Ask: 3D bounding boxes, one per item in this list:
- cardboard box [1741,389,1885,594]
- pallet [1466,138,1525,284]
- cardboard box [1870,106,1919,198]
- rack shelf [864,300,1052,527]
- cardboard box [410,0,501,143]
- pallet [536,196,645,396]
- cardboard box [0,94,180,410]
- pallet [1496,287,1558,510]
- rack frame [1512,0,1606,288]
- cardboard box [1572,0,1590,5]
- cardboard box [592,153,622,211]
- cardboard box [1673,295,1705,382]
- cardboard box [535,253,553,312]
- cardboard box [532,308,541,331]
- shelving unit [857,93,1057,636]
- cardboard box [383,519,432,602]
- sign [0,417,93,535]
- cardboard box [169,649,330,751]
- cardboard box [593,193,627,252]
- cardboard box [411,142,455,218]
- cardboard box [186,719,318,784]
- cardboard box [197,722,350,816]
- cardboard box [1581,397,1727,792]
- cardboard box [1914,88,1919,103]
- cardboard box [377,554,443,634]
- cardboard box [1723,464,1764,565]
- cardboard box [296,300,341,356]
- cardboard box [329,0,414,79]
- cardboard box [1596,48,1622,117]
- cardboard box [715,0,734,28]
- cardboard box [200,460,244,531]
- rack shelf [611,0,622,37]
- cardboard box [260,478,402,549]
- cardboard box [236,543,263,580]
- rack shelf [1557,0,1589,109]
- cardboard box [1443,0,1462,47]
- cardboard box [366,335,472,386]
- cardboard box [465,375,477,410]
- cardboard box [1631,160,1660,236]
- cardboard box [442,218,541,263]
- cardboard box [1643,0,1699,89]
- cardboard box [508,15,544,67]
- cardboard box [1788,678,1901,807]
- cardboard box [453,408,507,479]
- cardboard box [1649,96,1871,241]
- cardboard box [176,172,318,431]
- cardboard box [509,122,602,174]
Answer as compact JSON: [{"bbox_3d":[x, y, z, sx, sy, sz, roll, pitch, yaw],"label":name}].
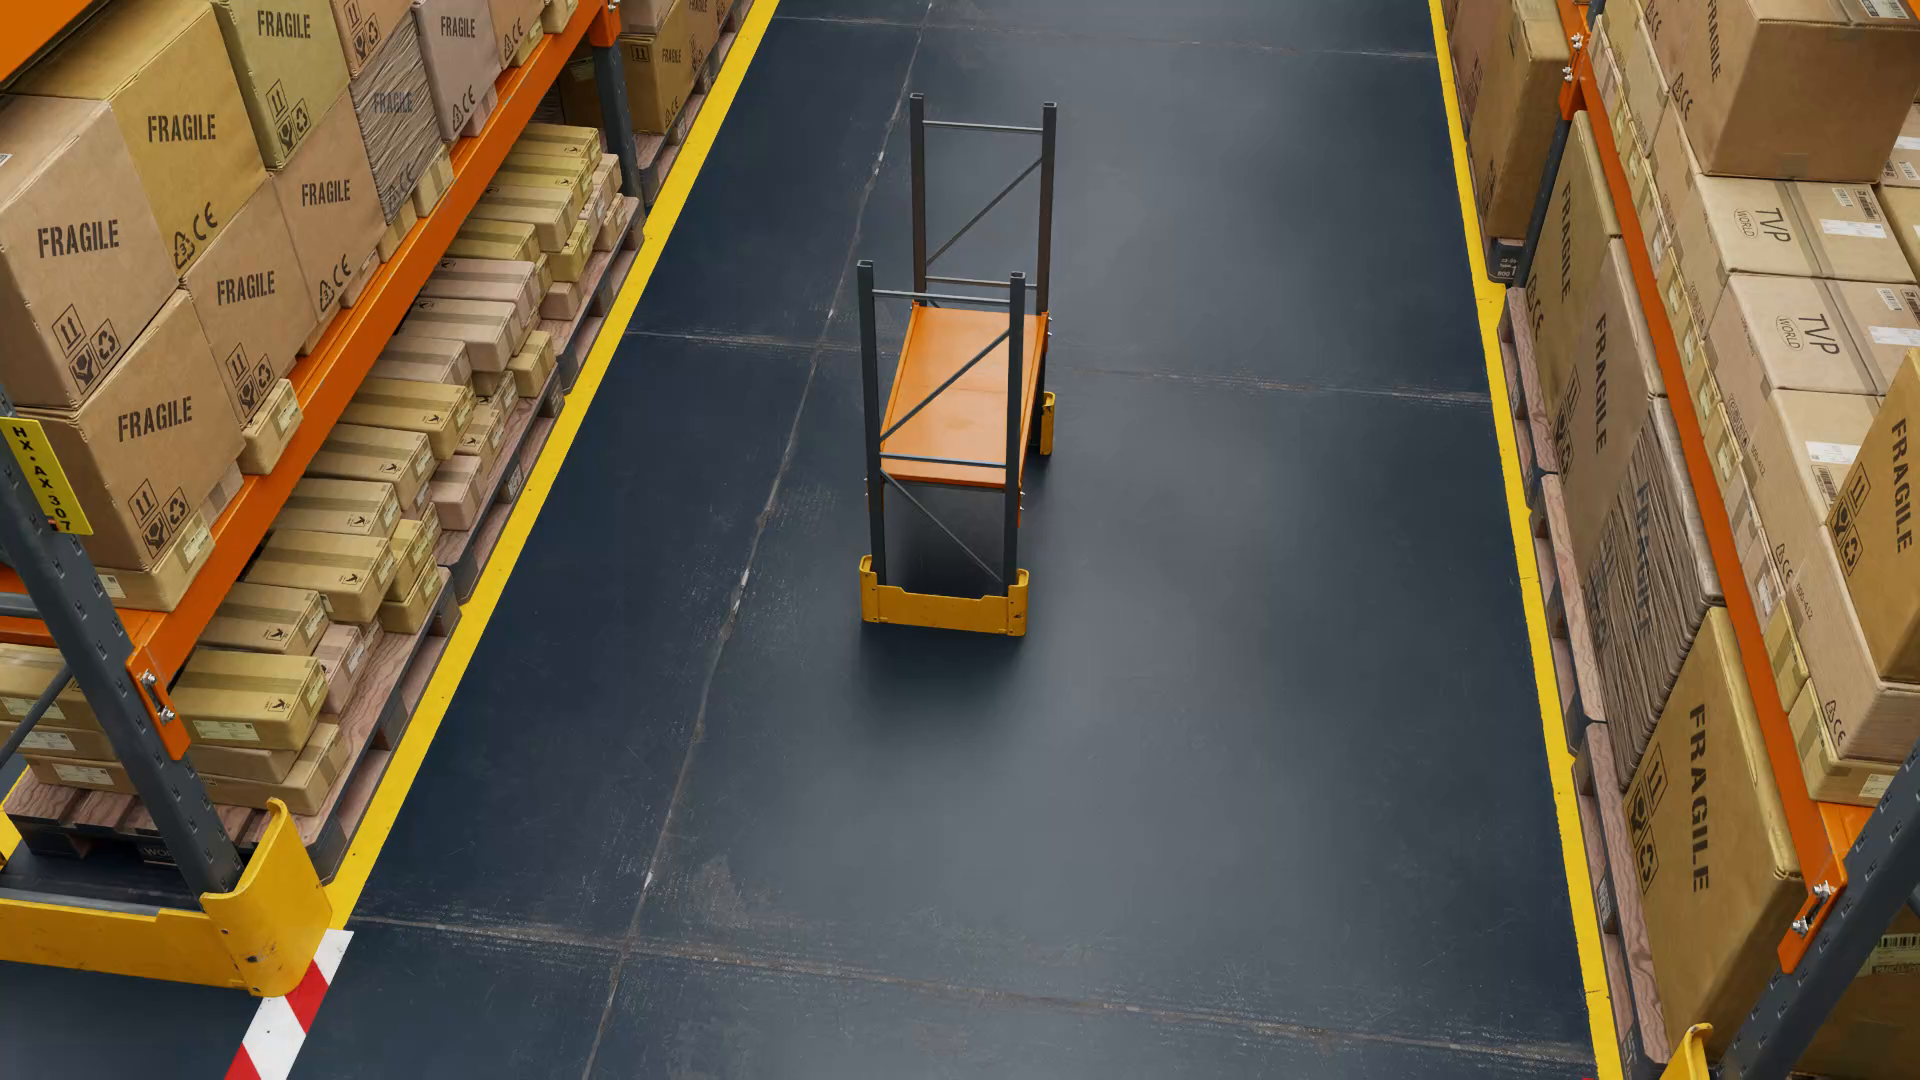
[{"bbox_3d":[2.262,-0.103,4.070,0.500,0.250,0.500,5,44,5],"label":"cardboard box"},{"bbox_3d":[2.950,-1.596,7.782,1.003,0.211,1.213,5,44,6],"label":"pallet"},{"bbox_3d":[2.991,-1.104,5.127,0.500,0.250,0.500,6,44,6],"label":"cardboard box"},{"bbox_3d":[0.011,-0.472,5.919,0.538,0.185,1.000,5,44,6],"label":"rack shelf"},{"bbox_3d":[-1.901,-1.692,5.566,0.500,0.500,0.500,5,44,5],"label":"cardboard box"},{"bbox_3d":[-2.034,-1.122,7.281,1.003,0.211,1.213,5,44,6],"label":"pallet"},{"bbox_3d":[-2.187,-0.659,3.748,0.500,0.500,0.500,5,44,5],"label":"cardboard box"},{"bbox_3d":[2.744,-0.552,6.679,1.003,0.211,1.213,5,44,6],"label":"pallet"},{"bbox_3d":[2.923,-2.076,6.260,1.000,3.000,0.127,5,44,6],"label":"rack frame"},{"bbox_3d":[2.714,-2.456,6.589,0.500,0.500,0.500,5,44,6],"label":"cardboard box"},{"bbox_3d":[-1.707,-1.577,7.286,0.380,0.149,0.250,6,44,6],"label":"cardboard box"},{"bbox_3d":[2.317,-0.573,4.856,0.380,0.149,0.250,6,44,6],"label":"cardboard box"},{"bbox_3d":[-1.879,-1.045,6.724,0.380,0.149,0.250,6,44,6],"label":"cardboard box"},{"bbox_3d":[-1.938,-0.891,6.777,0.380,0.149,0.250,4,44,4],"label":"cardboard box"},{"bbox_3d":[0.010,-0.597,5.789,0.587,1.500,1.083,5,44,6],"label":"shelving unit"},{"bbox_3d":[-2.007,0.050,5.567,0.380,0.149,0.250,7,44,7],"label":"cardboard box"},{"bbox_3d":[-1.971,-0.134,3.581,0.100,0.325,0.005,5,44,6],"label":"sign"},{"bbox_3d":[-2.103,0.471,4.906,0.380,0.149,0.250,3,44,4],"label":"cardboard box"},{"bbox_3d":[-1.695,-1.414,7.330,0.380,0.149,0.250,6,44,6],"label":"cardboard box"},{"bbox_3d":[-1.922,-1.216,5.536,0.380,0.149,0.250,6,44,6],"label":"cardboard box"},{"bbox_3d":[-2.186,0.572,5.016,0.380,0.149,0.250,7,44,7],"label":"cardboard box"},{"bbox_3d":[-2.123,0.685,5.113,0.380,0.149,0.250,6,44,6],"label":"cardboard box"},{"bbox_3d":[2.519,0.206,5.091,0.875,0.875,0.875,5,44,6],"label":"cardboard box"},{"bbox_3d":[3.056,-1.723,5.235,0.500,0.500,0.500,6,44,6],"label":"cardboard box"},{"bbox_3d":[-2.001,0.165,5.662,0.380,0.149,0.250,6,44,6],"label":"cardboard box"},{"bbox_3d":[2.216,-0.050,4.304,0.380,0.149,0.250,6,44,6],"label":"cardboard box"},{"bbox_3d":[-2.102,-0.697,4.987,0.380,0.149,0.250,5,44,5],"label":"cardboard box"},{"bbox_3d":[-1.972,-1.703,4.851,0.500,0.500,0.500,4,44,4],"label":"cardboard box"},{"bbox_3d":[2.519,-1.634,5.977,0.380,0.149,0.250,4,44,4],"label":"cardboard box"},{"bbox_3d":[-1.496,-3.039,8.790,0.500,0.500,0.500,6,44,6],"label":"cardboard box"},{"bbox_3d":[-2.149,-0.146,4.406,0.380,0.149,0.250,7,44,7],"label":"cardboard box"},{"bbox_3d":[-1.716,-3.697,8.496,1.077,0.370,4.000,5,44,6],"label":"rack shelf"},{"bbox_3d":[-2.075,-0.064,5.472,0.380,0.149,0.250,3,44,3],"label":"cardboard box"},{"bbox_3d":[-2.518,-0.008,5.629,0.380,0.149,0.250,5,44,5],"label":"cardboard box"},{"bbox_3d":[3.187,-3.177,7.947,1.077,0.370,4.000,5,44,6],"label":"rack shelf"},{"bbox_3d":[3.214,-3.107,8.590,1.225,0.875,0.875,5,44,6],"label":"cardboard box"},{"bbox_3d":[-2.011,-0.608,6.045,0.380,0.149,0.250,5,44,6],"label":"cardboard box"},{"bbox_3d":[-2.026,-0.511,6.160,0.380,0.149,0.250,7,44,7],"label":"cardboard box"},{"bbox_3d":[2.418,-1.101,5.414,0.380,0.149,0.250,5,44,5],"label":"cardboard box"},{"bbox_3d":[-1.901,-1.145,6.613,0.380,0.149,0.250,7,44,7],"label":"cardboard box"},{"bbox_3d":[2.533,-1.763,5.278,0.500,0.500,0.500,5,44,6],"label":"cardboard box"},{"bbox_3d":[-1.807,-1.926,6.285,0.380,0.149,0.250,7,44,7],"label":"cardboard box"},{"bbox_3d":[2.114,0.469,3.756,0.380,0.149,0.250,6,44,6],"label":"cardboard box"},{"bbox_3d":[-1.932,-0.370,6.227,0.380,0.149,0.250,5,44,6],"label":"cardboard box"},{"bbox_3d":[2.467,-1.141,5.166,0.500,0.250,0.500,6,44,7],"label":"cardboard box"},{"bbox_3d":[-2.131,-0.662,4.478,0.500,0.500,0.500,5,44,6],"label":"cardboard box"},{"bbox_3d":[-1.770,-1.663,7.160,0.380,0.149,0.250,6,44,7],"label":"cardboard box"}]
